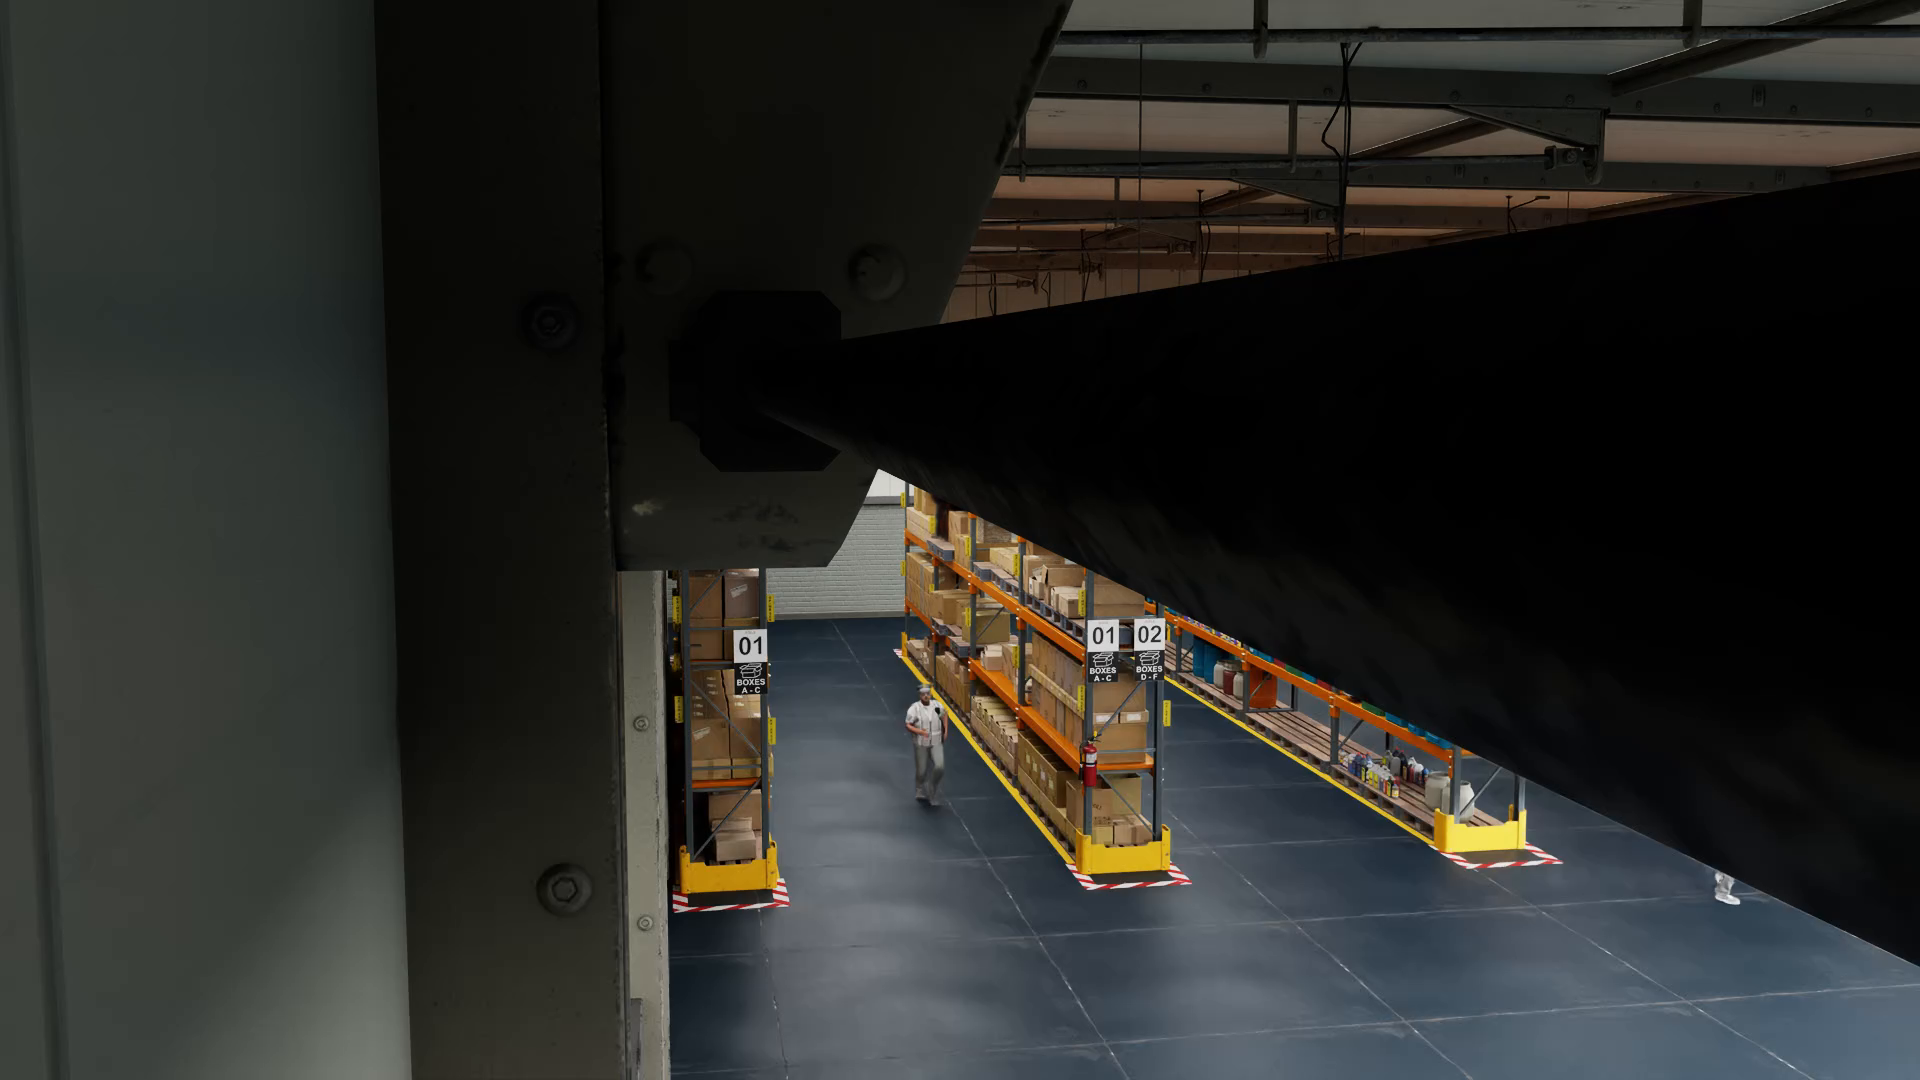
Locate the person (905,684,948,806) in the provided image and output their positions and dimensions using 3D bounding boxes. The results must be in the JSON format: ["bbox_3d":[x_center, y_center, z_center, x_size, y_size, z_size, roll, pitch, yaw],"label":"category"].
[{"bbox_3d":[-0.459,2.972,24.181,0.671,1.809,0.737,-1,6,-13],"label":"person"}]

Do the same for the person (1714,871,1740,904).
[{"bbox_3d":[9.195,3.527,19.642,0.478,1.561,0.536,3,7,25],"label":"person"}]
